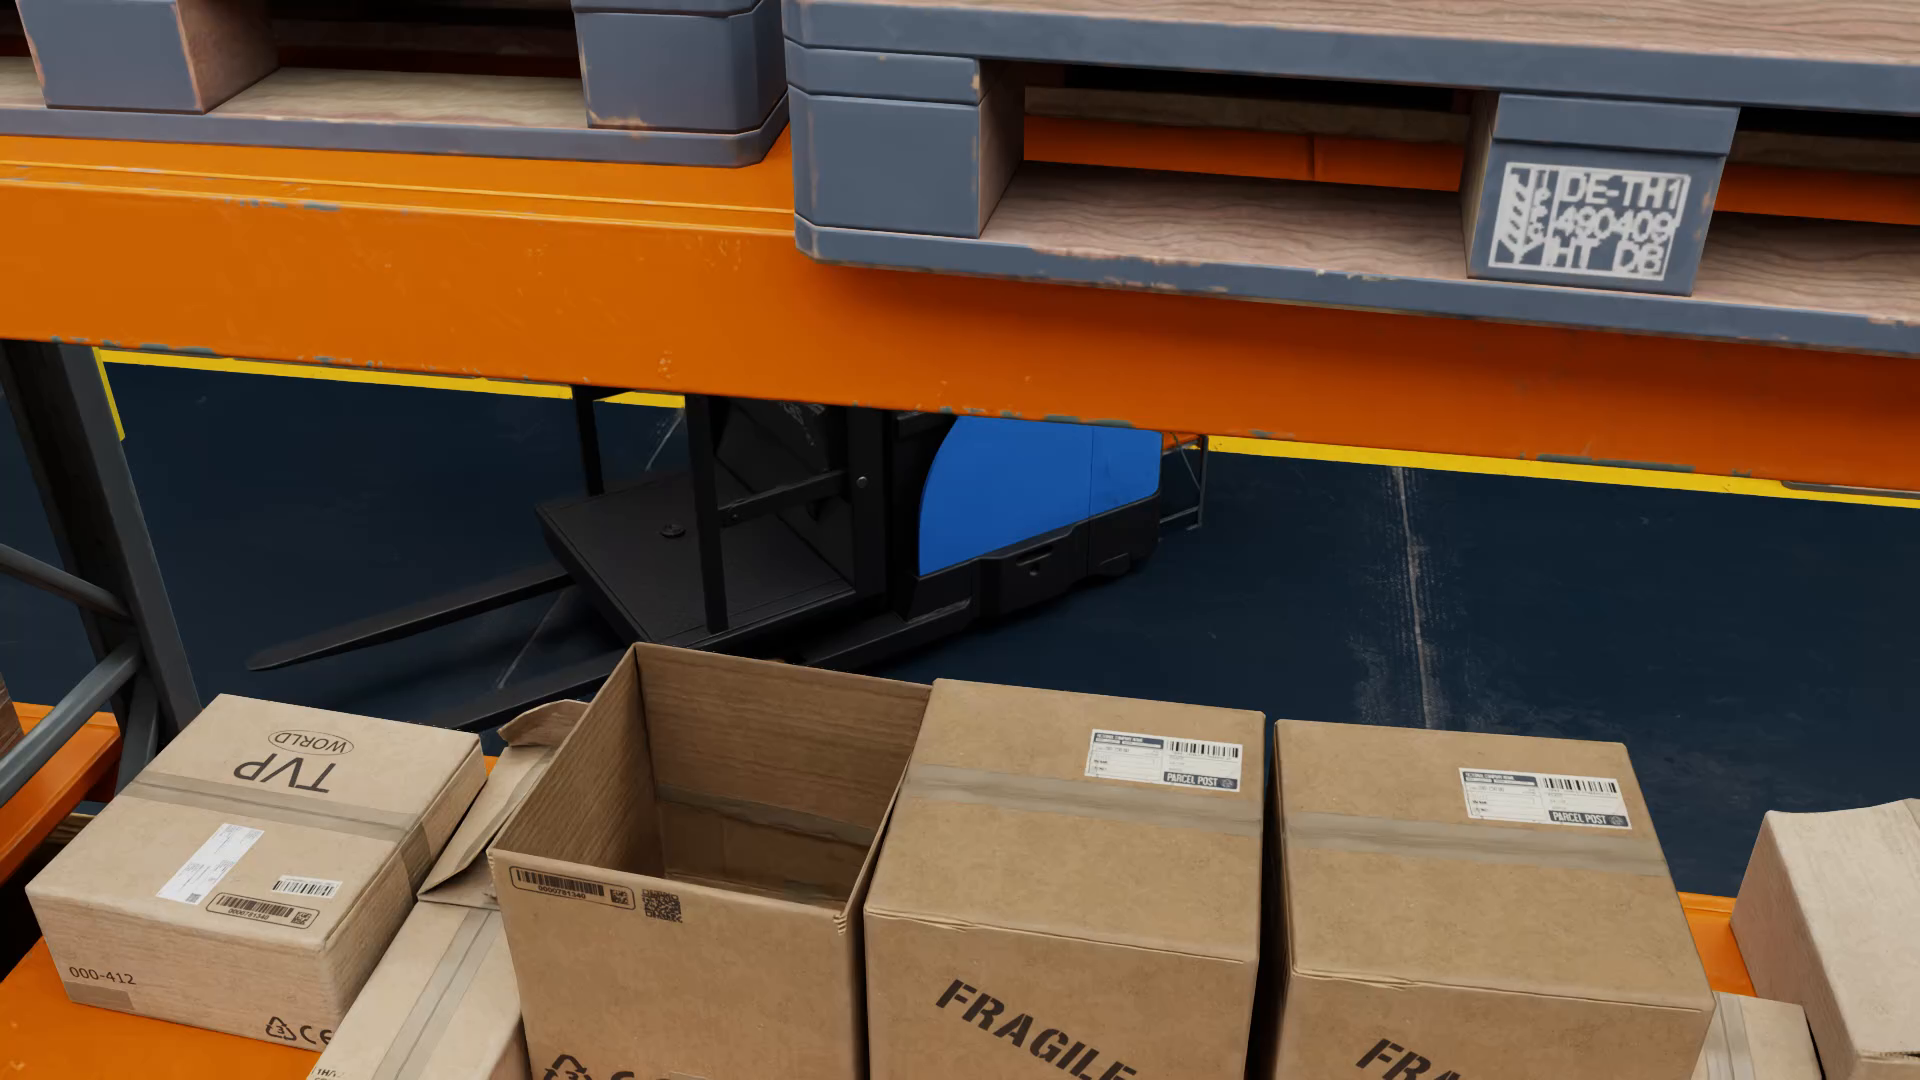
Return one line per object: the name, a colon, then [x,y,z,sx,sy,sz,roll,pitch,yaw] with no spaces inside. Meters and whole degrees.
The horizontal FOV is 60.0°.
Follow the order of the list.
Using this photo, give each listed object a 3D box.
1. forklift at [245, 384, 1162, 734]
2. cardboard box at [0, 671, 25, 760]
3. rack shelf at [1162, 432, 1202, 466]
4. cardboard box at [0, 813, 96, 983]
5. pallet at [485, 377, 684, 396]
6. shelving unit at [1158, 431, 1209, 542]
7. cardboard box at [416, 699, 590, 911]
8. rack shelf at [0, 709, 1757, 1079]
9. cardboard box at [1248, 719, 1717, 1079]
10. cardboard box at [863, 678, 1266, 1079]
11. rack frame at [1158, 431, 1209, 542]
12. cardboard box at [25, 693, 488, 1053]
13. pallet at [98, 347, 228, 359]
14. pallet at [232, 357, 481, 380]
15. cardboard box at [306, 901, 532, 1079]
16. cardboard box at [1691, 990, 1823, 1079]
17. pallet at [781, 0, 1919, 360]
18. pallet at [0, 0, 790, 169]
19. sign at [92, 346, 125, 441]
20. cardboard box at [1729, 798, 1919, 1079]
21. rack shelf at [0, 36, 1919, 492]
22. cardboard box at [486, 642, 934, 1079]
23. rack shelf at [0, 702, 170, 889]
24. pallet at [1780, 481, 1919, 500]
forklift: [-0.791,-0.957,5.016,3.031,2.935,1.130,-19,37,-27]
cardboard box: [-2.042,0.365,2.745,0.500,0.500,0.700,4,32,7]
rack shelf: [0.682,-0.414,6.281,0.258,0.148,0.480,-19,37,-27]
cardboard box: [-2.008,0.908,3.461,0.500,0.500,0.500,5,32,8]
pallet: [-1.441,-1.007,7.659,1.213,0.211,1.003,5,32,8]
shelving unit: [0.682,-0.639,6.140,0.258,1.200,0.503,-19,37,-27]
cardboard box: [-0.706,0.483,2.777,0.258,0.266,0.396,4,32,7]
rack shelf: [0.368,0.927,2.619,4.000,0.370,1.077,5,32,8]
cardboard box: [0.683,0.617,2.342,0.500,0.500,0.500,3,32,6]
cardboard box: [0.164,0.570,2.418,0.500,0.500,0.500,5,32,8]
rack frame: [0.814,-0.530,5.966,0.240,1.200,0.015,-19,37,-27]
cardboard box: [-1.110,0.529,2.720,0.500,0.250,0.500,7,33,11]
pallet: [-3.847,-1.225,8.007,1.213,0.211,1.003,5,32,8]
pallet: [-2.648,-1.114,7.831,1.213,0.211,1.003,5,32,8]
cardboard box: [-0.764,0.736,2.483,0.250,0.149,0.380,5,32,8]
cardboard box: [1.073,0.823,2.345,0.250,0.149,0.380,8,33,12]
pallet: [0.553,-0.503,1.577,1.213,0.211,1.003,7,33,10]
pallet: [-0.732,-0.675,1.854,1.217,0.209,0.805,4,32,6]
sign: [-1.521,-0.298,2.882,0.005,0.325,0.100,5,32,8]
cardboard box: [1.491,0.658,2.456,0.500,0.311,0.500,5,32,8]
rack shelf: [0.368,-0.344,1.824,4.000,0.370,1.077,5,32,8]
cardboard box: [-0.330,0.526,2.489,0.500,0.500,0.500,7,33,12]
rack shelf: [-3.575,0.570,3.190,4.000,0.370,1.077,5,32,8]
pallet: [3.934,-0.498,6.847,1.213,0.211,1.003,5,32,8]
